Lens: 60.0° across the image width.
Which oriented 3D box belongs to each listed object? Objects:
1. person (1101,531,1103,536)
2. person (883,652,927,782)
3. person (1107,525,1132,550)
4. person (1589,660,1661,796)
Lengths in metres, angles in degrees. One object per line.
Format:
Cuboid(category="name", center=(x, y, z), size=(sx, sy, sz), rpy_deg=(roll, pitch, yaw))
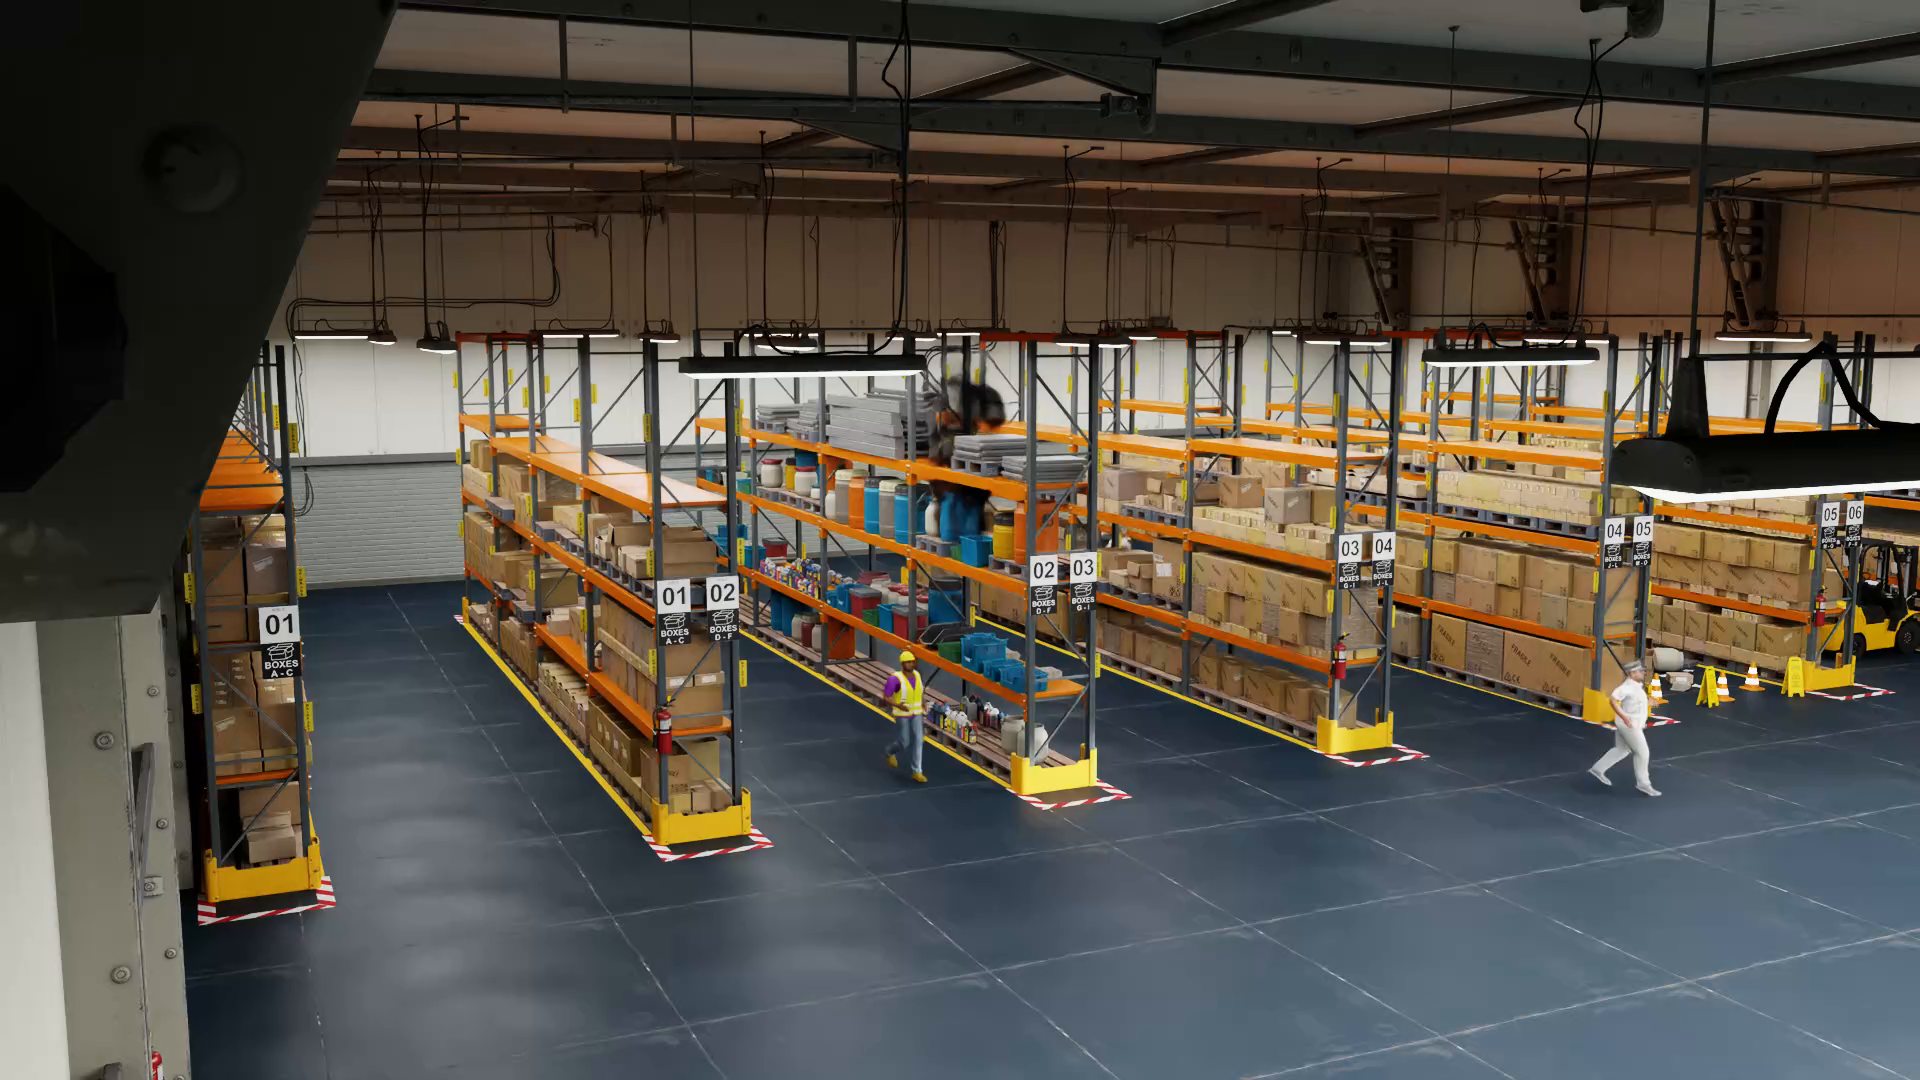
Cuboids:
Cuboid(category="person", center=(3.376, -0.141, 41.709), size=(0.546, 1.721, 0.669), rpy_deg=(-6, 10, -38))
Cuboid(category="person", center=(-0.720, 2.387, 22.765), size=(0.712, 1.745, 0.897), rpy_deg=(-5, 9, -33))
Cuboid(category="person", center=(3.647, 0.479, 37.293), size=(0.588, 1.686, 0.653), rpy_deg=(-5, 9, -31))
Cuboid(category="person", center=(8.905, 2.473, 22.183), size=(0.910, 1.818, 0.640), rpy_deg=(3, 8, 20))
